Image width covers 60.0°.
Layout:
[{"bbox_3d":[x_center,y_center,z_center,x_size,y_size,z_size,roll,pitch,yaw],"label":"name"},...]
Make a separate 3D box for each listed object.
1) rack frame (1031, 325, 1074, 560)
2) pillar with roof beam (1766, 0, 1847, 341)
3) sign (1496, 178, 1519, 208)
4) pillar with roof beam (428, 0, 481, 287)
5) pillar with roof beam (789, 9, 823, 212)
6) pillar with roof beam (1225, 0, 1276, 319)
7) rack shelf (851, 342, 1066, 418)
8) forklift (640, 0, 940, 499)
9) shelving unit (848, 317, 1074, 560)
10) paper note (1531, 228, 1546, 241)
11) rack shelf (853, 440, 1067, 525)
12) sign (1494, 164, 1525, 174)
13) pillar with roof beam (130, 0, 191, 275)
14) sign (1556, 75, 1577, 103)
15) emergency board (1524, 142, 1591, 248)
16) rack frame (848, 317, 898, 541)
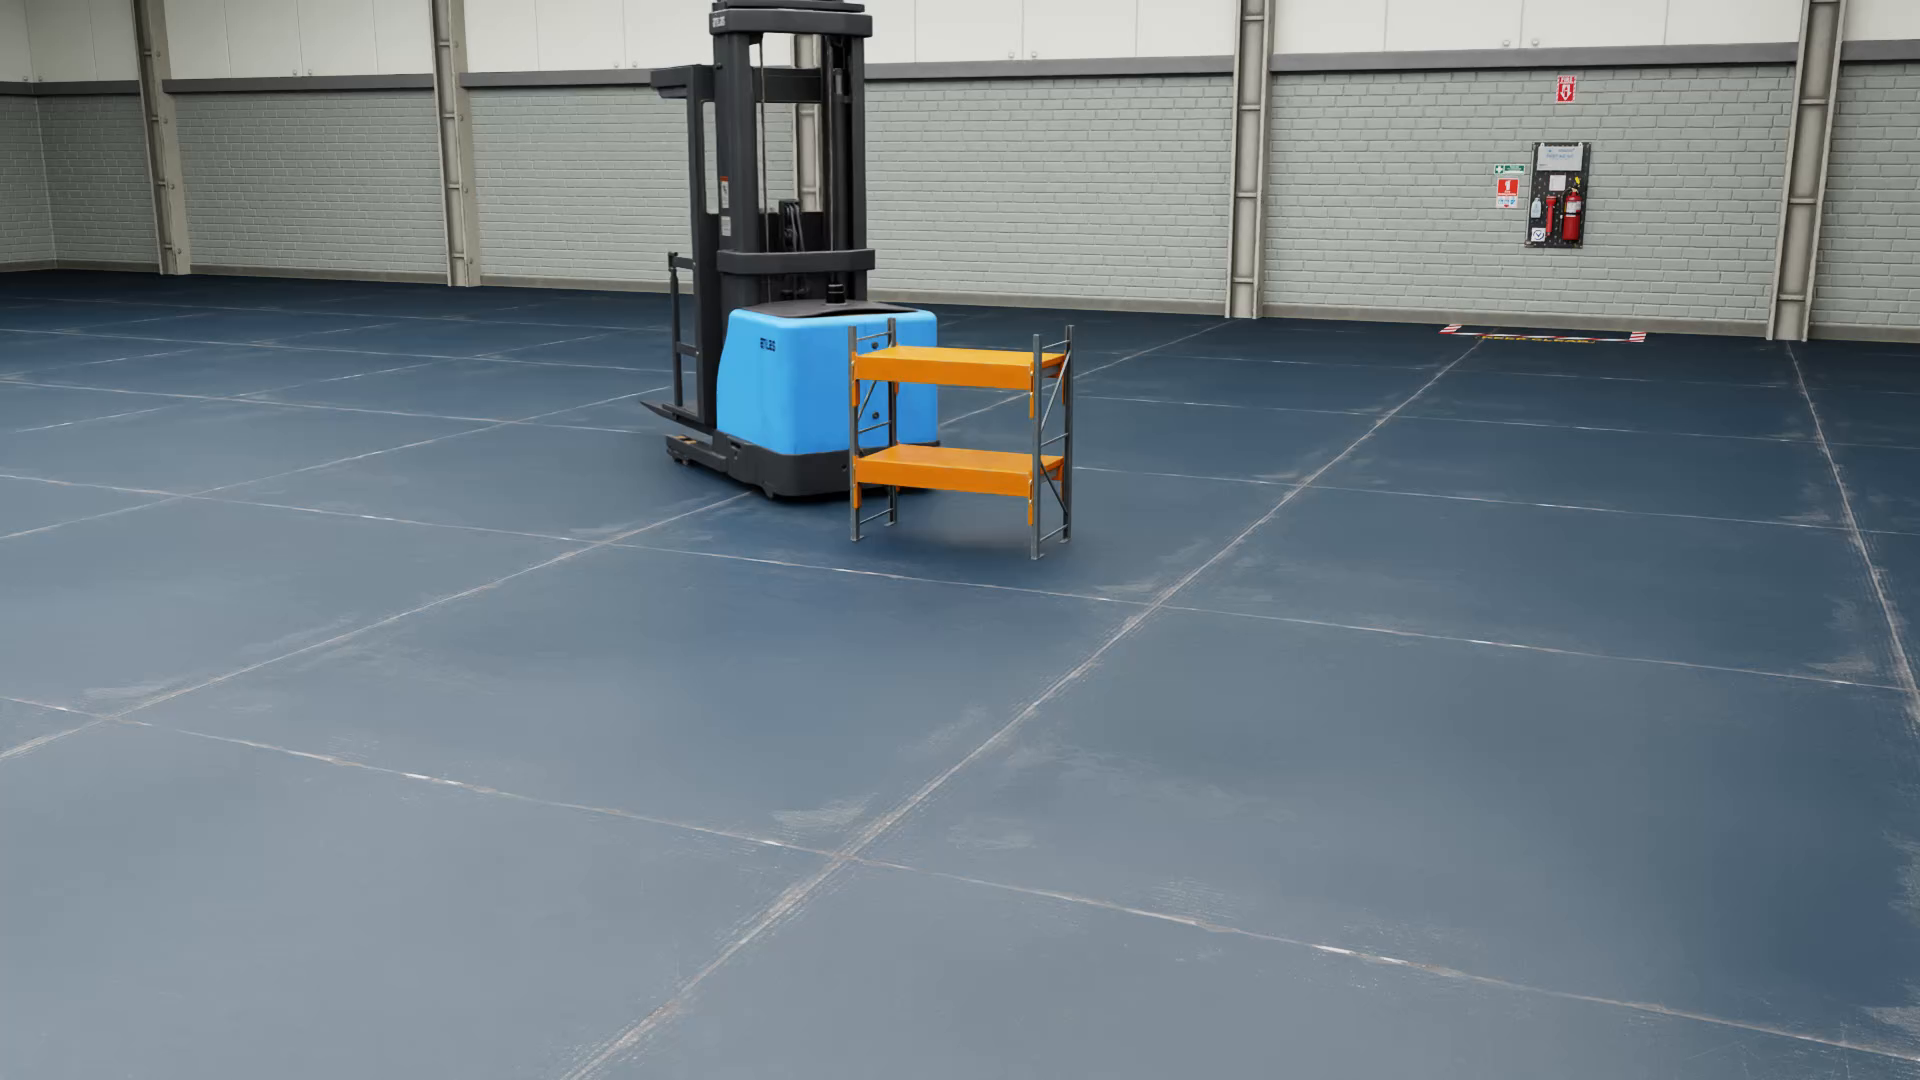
[{"bbox_3d":[0.471,-0.500,8.423,0.032,1.125,0.500,6,14,23],"label":"rack frame"},{"bbox_3d":[7.227,-5.664,13.193,0.400,9.000,9.100,6,14,23],"label":"pillar with roof beam"},{"bbox_3d":[6.263,-3.969,19.025,0.234,0.329,0.001,6,14,23],"label":"sign"},{"bbox_3d":[-9.230,-7.329,20.291,0.400,9.000,9.100,6,14,23],"label":"pillar with roof beam"},{"bbox_3d":[-3.745,-6.774,17.925,0.400,9.000,9.100,6,14,23],"label":"pillar with roof beam"},{"bbox_3d":[1.741,-6.219,15.559,0.400,9.000,9.100,6,14,23],"label":"pillar with roof beam"},{"bbox_3d":[0.006,-0.832,8.557,1.000,0.278,0.538,6,14,23],"label":"rack shelf"},{"bbox_3d":[-1.285,-1.958,10.682,1.130,2.935,3.031,-7,15,-29],"label":"forklift"},{"bbox_3d":[0.006,-0.547,8.624,1.048,1.125,0.538,6,14,23],"label":"shelving unit"},{"bbox_3d":[6.593,-3.481,18.951,0.142,0.148,0.016,6,14,23],"label":"paper note"},{"bbox_3d":[0.006,-0.309,8.680,1.000,0.278,0.538,6,14,23],"label":"rack shelf"},{"bbox_3d":[6.264,-4.225,18.955,0.331,0.109,0.001,6,14,23],"label":"sign"},{"bbox_3d":[-14.716,-7.884,22.657,0.400,9.000,9.100,6,14,23],"label":"pillar with roof beam"},{"bbox_3d":[6.760,-5.029,18.546,0.199,0.298,0.001,6,14,23],"label":"sign"},{"bbox_3d":[6.727,-3.879,18.719,0.643,1.169,0.194,6,14,23],"label":"emergency board"},{"bbox_3d":[-0.459,-0.594,8.824,0.032,1.125,0.500,6,14,23],"label":"rack frame"}]
